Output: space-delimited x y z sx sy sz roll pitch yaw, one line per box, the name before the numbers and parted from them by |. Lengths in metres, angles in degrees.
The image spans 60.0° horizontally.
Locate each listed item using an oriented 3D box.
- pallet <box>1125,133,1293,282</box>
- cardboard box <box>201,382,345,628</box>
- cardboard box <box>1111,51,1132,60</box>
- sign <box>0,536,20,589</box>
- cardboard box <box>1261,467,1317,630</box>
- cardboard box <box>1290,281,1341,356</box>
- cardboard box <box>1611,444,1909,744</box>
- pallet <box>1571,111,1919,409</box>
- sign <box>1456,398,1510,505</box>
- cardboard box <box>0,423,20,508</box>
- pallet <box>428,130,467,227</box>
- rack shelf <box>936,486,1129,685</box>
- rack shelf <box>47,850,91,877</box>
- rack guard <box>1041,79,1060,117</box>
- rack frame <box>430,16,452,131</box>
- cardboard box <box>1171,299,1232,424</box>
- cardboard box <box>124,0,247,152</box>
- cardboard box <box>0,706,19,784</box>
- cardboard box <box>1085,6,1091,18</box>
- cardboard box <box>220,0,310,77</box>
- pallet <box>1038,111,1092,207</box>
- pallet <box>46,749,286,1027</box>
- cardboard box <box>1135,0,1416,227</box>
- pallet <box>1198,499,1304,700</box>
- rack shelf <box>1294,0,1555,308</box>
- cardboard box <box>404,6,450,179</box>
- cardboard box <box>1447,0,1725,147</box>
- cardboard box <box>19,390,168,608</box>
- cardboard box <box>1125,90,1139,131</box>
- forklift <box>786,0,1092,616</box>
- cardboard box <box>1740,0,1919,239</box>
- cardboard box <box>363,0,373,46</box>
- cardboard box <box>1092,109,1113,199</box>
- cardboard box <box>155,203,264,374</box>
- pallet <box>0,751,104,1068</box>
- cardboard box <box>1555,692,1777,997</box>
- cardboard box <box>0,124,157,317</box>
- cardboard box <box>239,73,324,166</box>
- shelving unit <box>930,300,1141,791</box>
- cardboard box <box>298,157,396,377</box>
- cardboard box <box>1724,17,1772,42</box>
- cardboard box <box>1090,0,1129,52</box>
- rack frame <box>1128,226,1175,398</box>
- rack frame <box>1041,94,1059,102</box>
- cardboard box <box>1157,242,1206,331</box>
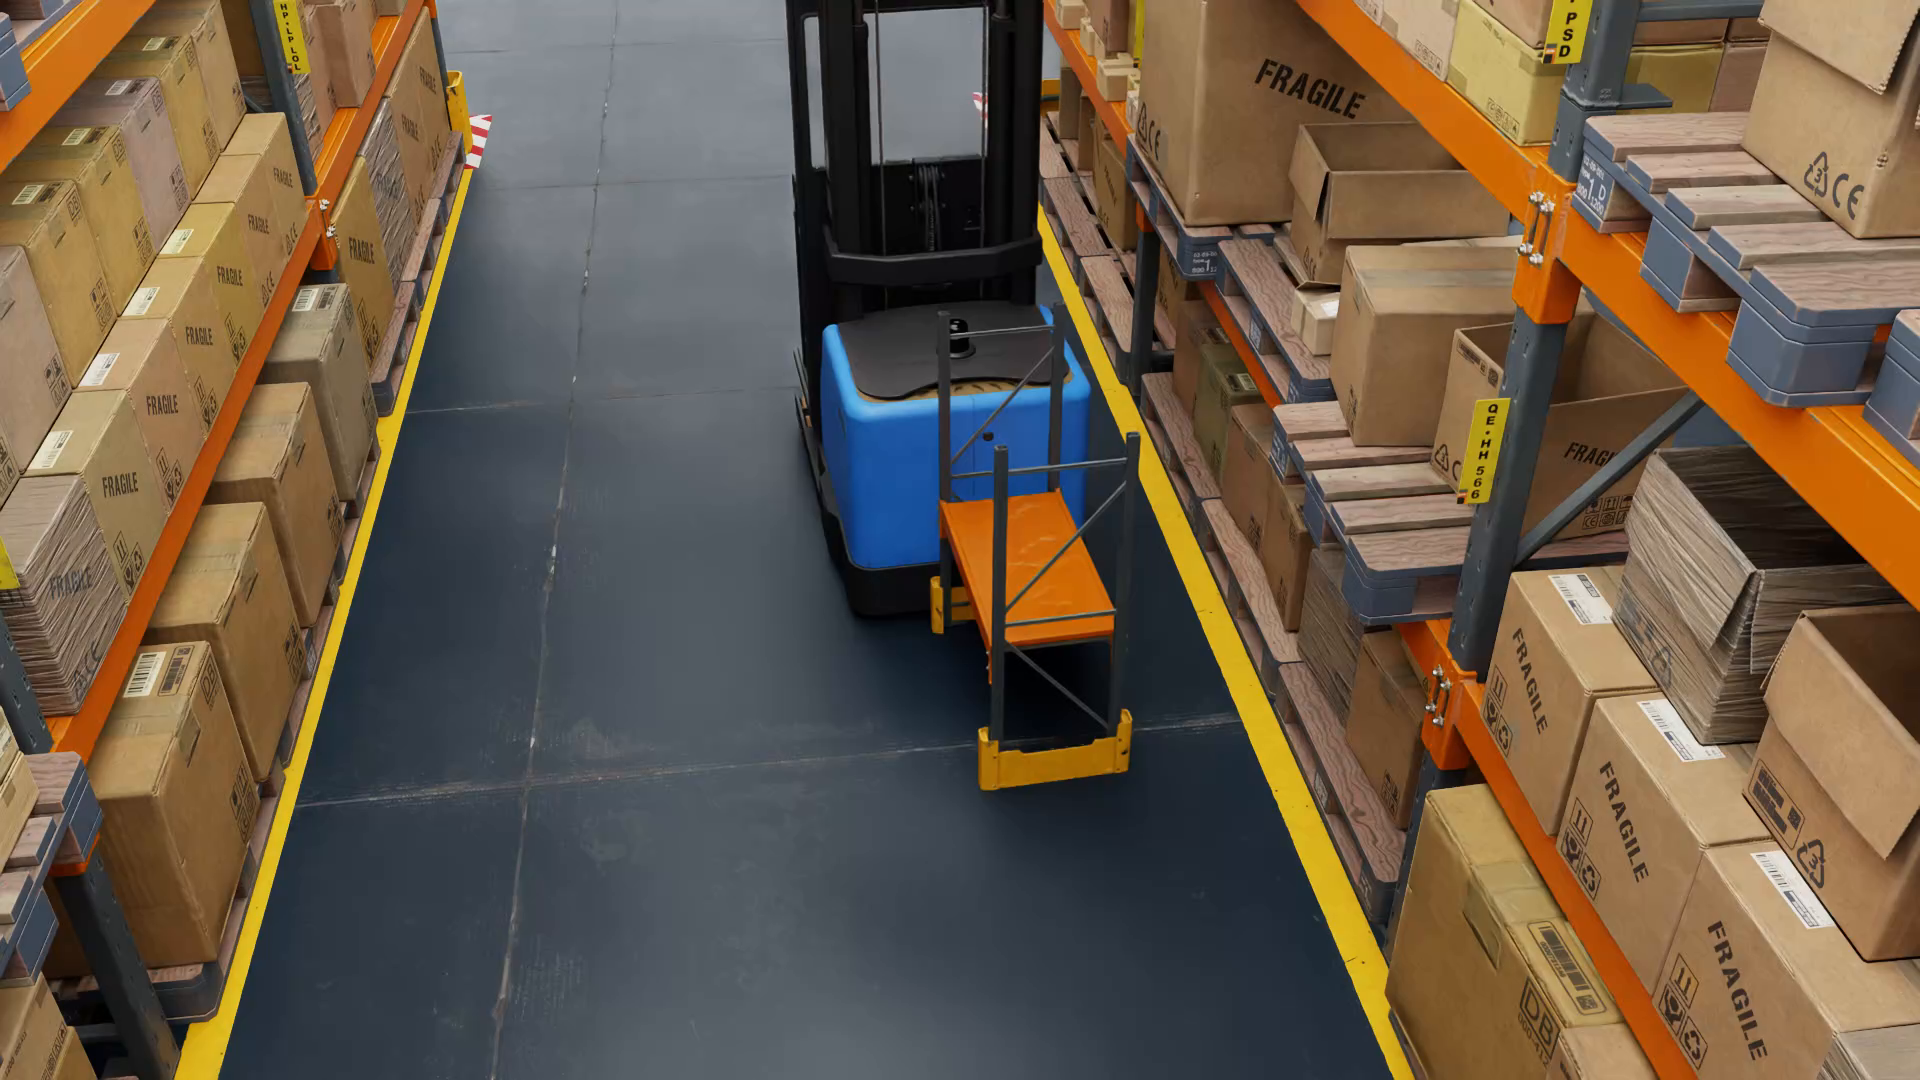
pallet | 1.367 -1.552 7.534 1.003 0.211 1.213 -4 35 -6
cardboard box | -3.221 -0.115 6.881 1.050 0.750 0.750 -4 35 -6
cardboard box | 1.043 -2.628 9.165 0.380 0.149 0.250 -4 35 -6
sign | -2.446 -0.010 4.143 0.100 0.325 0.005 -4 35 -6
cardboard box | 1.666 0.017 6.890 0.700 0.500 0.500 -2 34 -2
cardboard box | 1.455 -0.865 6.102 0.396 0.266 0.258 -5 35 -8
cardboard box | 2.029 0.117 3.936 0.797 0.503 0.637 -3 34 -5
pallet | 2.086 -0.643 3.534 1.213 0.211 1.003 -3 34 -4
sign | 1.410 -0.236 4.475 0.100 0.325 0.005 -4 35 -6
cardboard box | -3.033 -0.223 4.438 0.700 0.500 0.500 -5 35 -7
pallet | -3.873 -2.389 11.069 1.003 0.211 1.213 -4 35 -6
rack shelf | 0.262 0.154 6.511 0.538 0.185 1.000 -6 35 -9
rack shelf | -2.713 1.896 2.943 1.077 0.370 4.000 -4 35 -6
rack guard | 0.881 -3.226 12.040 1.175 0.500 0.348 -4 35 -6
rack frame | -4.058 -3.982 10.929 1.000 3.000 0.127 -4 35 -6
cardboard box | 1.470 -0.874 8.197 0.700 0.500 0.500 -7 35 -10
cardboard box | -3.447 -1.928 6.938 0.700 0.500 0.500 -5 35 -7
cardboard box | -2.464 0.531 3.893 0.380 0.149 0.250 -4 34 -5
cardboard box | 0.943 -3.046 9.780 0.380 0.149 0.250 -4 35 -6
cardboard box | -3.536 -2.466 7.614 0.875 0.550 0.550 -4 35 -6
pallet | 0.955 -2.650 11.452 1.003 0.211 1.213 -4 35 -6
pallet | -3.013 1.189 5.818 1.003 0.211 1.213 -4 35 -6
cardboard box | 1.377 -2.036 7.169 1.000 1.000 1.000 -4 34 -6
pallet | 1.682 0.200 7.269 1.003 0.211 1.213 -4 35 -6
rack shelf | 1.677 -1.895 5.843 1.077 0.370 4.000 -4 35 -6
cardboard box | -3.901 -2.904 10.862 0.875 0.875 0.875 -4 34 -6
cardboard box | 1.639 -1.261 4.407 0.500 0.250 0.500 -4 35 -6
cardboard box | -2.846 -0.113 5.164 0.500 0.500 0.500 -5 35 -7
cardboard box | 1.064 -2.203 8.542 0.380 0.149 0.250 -4 35 -6
forklift | -0.236 -1.709 7.655 1.130 2.935 3.031 -6 35 -9
cardboard box | 2.100 -0.958 3.363 0.797 0.503 0.637 -2 34 -4
cardboard box | -3.804 -2.920 9.238 0.875 0.550 0.500 -4 35 -6
cardboard box | 1.118 -2.410 10.470 0.500 0.500 0.500 -1 34 -2
cardboard box | -3.049 -0.956 6.401 0.500 0.500 0.500 -4 34 -6
pallet | -2.781 0.951 3.861 1.213 0.211 1.003 -4 35 -6
cardboard box | 1.814 0.701 3.969 0.500 0.500 0.500 -5 35 -8
cardboard box | -3.242 -1.077 5.690 0.700 0.500 0.500 -5 35 -7
cardboard box | -3.582 -2.017 7.913 0.875 0.550 0.550 -4 35 -6
shelving unit | 0.264 0.011 6.403 0.587 1.500 1.083 -6 35 -9
cardboard box | -3.535 -1.402 8.657 0.875 0.875 0.875 -4 34 -6
cardboard box | 2.138 -1.606 4.247 0.500 0.500 0.500 -4 34 -6
cardboard box | 1.210 -3.042 9.197 0.875 0.500 0.500 -4 35 -6
rack frame | 1.408 -2.069 8.122 1.000 3.000 0.127 -4 35 -6
rack frame | 0.870 -4.301 11.398 1.000 3.000 0.127 -4 35 -6
cardboard box | 1.394 -1.436 9.040 0.500 0.500 0.500 -5 35 -8
